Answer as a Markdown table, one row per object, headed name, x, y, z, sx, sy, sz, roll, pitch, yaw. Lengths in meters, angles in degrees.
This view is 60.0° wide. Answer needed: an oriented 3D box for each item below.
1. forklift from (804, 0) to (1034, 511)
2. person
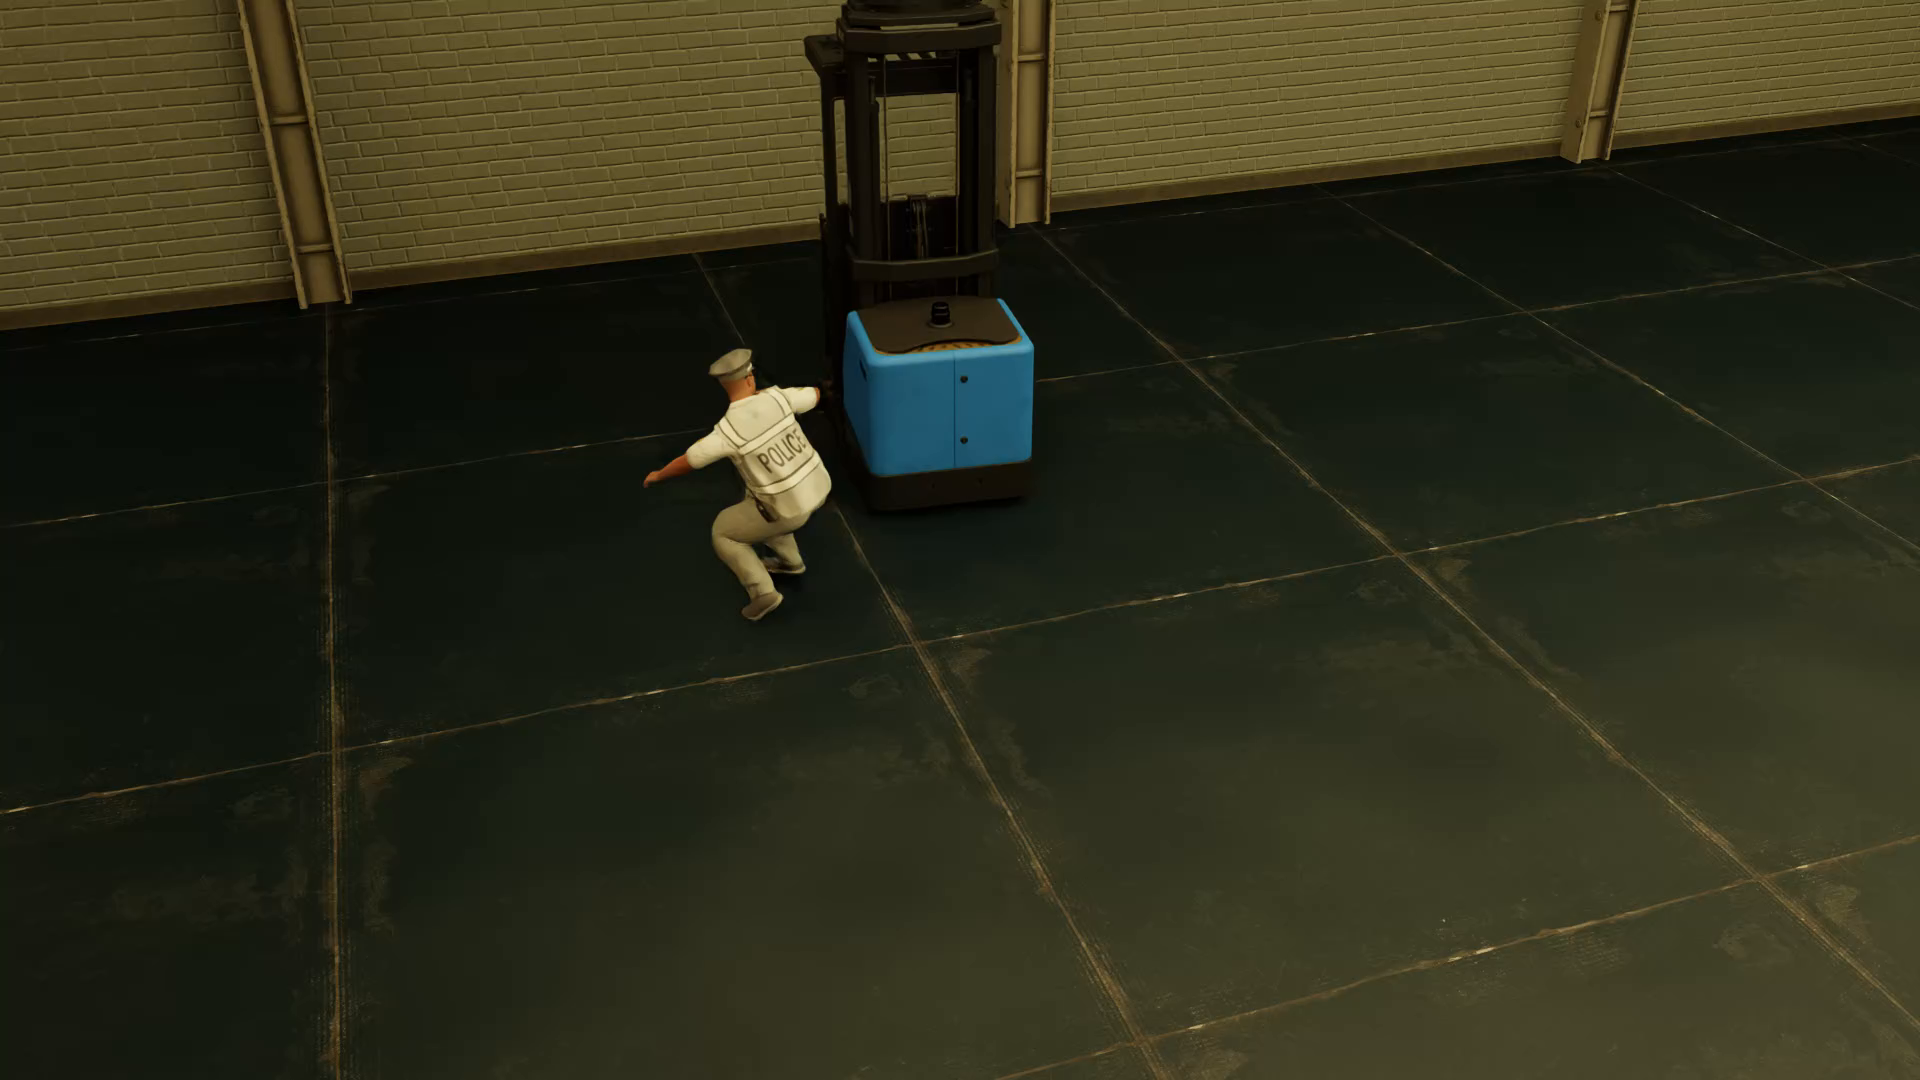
| name | x | y | z | sx | sy | sz | roll | pitch | yaw |
| --- | --- | --- | --- | --- | --- | --- | --- | --- | --- |
| forklift | -0.370 | -2.168 | 10.855 | 1.130 | 2.935 | 3.031 | -7 | 31 | -11 |
| person | -1.170 | -0.349 | 9.188 | 0.963 | 1.514 | 0.796 | 18 | 35 | 29 |
